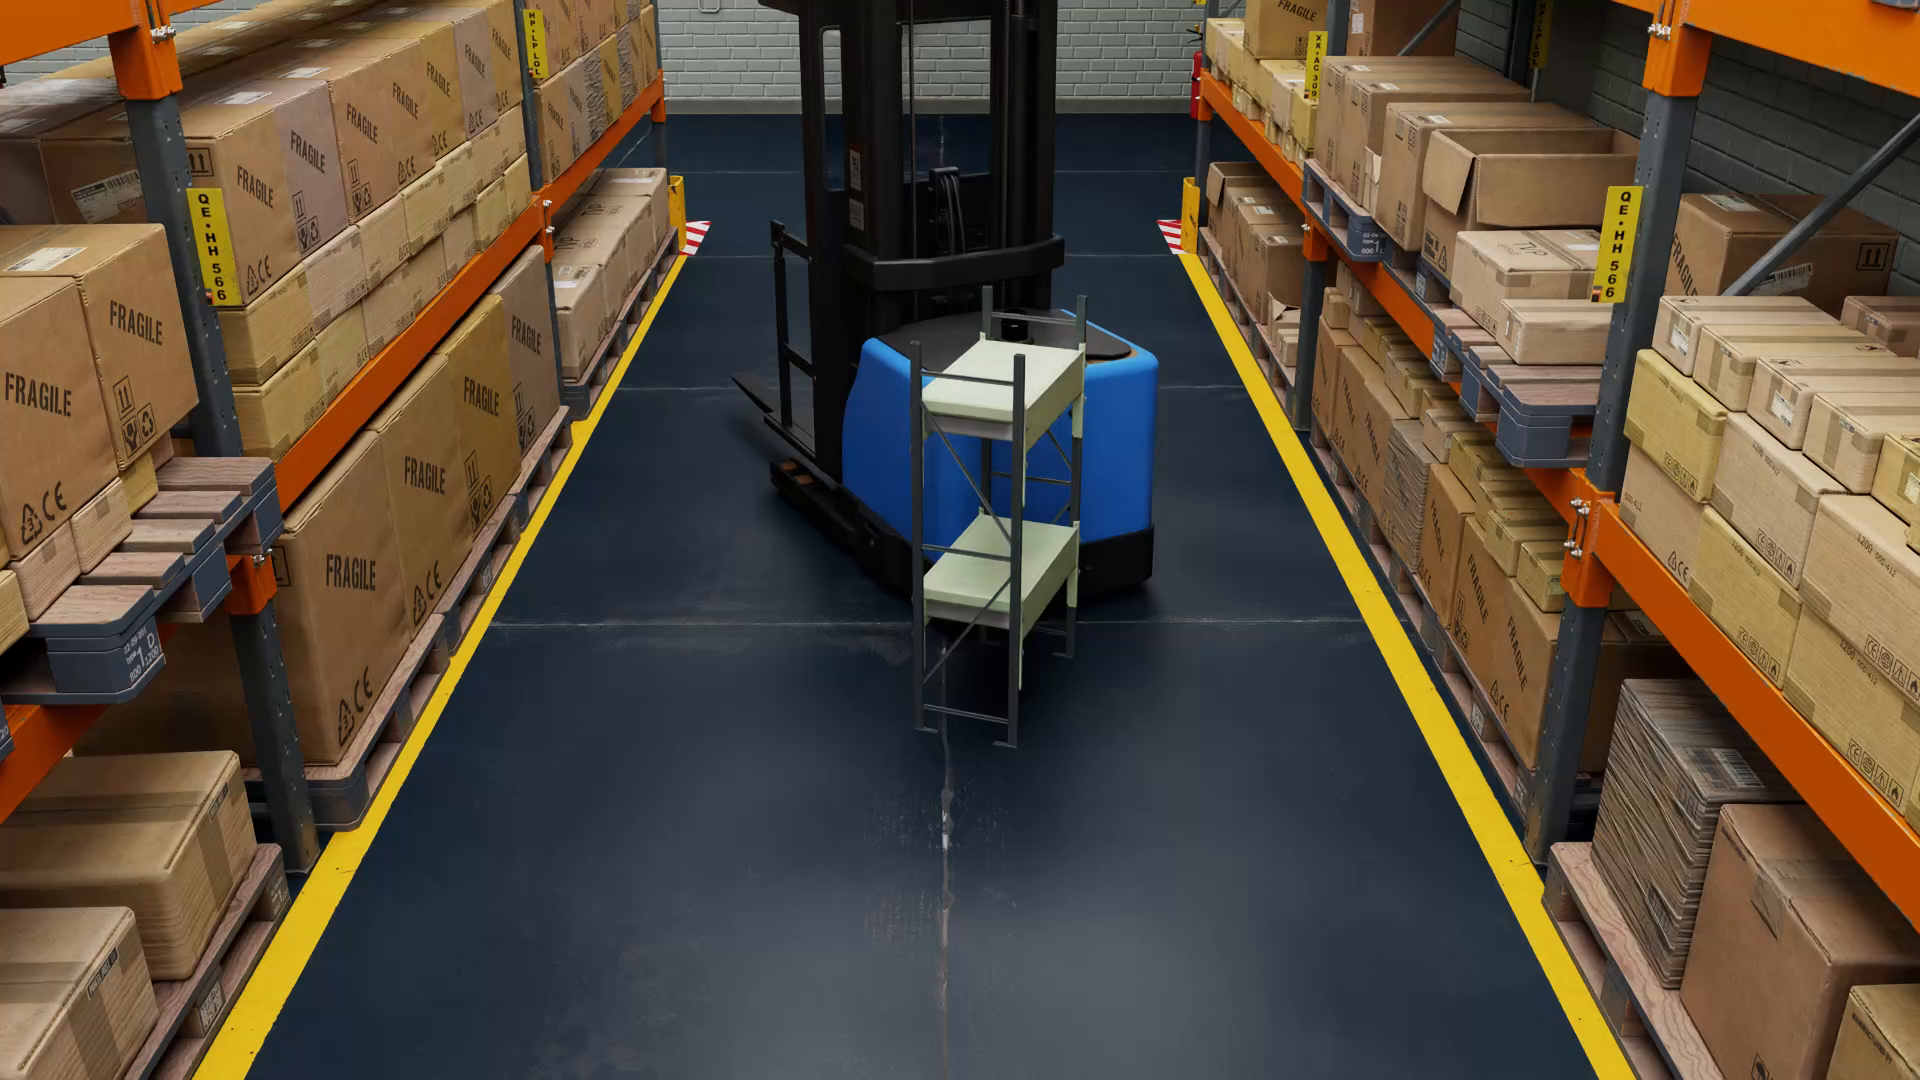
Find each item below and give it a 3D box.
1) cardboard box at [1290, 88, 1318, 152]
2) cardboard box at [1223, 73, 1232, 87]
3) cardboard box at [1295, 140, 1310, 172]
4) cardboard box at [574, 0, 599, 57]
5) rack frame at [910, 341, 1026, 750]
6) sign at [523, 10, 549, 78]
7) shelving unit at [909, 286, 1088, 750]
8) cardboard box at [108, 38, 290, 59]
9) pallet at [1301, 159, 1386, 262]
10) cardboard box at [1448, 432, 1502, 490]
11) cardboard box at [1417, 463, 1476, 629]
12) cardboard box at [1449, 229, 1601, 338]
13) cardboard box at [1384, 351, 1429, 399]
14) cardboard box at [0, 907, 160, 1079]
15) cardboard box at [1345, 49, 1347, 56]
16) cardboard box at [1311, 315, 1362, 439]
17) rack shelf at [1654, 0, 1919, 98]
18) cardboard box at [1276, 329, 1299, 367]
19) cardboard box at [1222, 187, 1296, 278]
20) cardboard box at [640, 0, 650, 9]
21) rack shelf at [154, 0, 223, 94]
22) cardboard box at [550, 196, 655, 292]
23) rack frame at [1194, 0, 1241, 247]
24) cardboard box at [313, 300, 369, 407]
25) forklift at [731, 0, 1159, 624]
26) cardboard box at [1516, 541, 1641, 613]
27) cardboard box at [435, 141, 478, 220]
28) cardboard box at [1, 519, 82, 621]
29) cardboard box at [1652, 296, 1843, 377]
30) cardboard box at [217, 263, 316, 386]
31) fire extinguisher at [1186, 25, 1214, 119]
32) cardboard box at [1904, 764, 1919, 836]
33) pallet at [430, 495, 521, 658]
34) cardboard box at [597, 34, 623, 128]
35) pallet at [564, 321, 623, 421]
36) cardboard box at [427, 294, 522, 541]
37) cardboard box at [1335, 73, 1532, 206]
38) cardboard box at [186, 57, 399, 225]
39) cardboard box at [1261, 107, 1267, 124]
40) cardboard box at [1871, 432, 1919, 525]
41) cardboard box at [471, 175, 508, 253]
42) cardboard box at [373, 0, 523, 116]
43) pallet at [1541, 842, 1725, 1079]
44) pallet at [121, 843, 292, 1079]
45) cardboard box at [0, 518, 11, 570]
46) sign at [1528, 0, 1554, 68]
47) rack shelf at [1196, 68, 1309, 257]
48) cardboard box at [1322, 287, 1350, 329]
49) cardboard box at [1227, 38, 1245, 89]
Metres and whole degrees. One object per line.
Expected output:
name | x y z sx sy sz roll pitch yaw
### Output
cardboard box | 2.071 -2.255 8.917 0.500 0.250 0.500 0 24 1
cardboard box | 2.055 -3.271 11.648 0.380 0.149 0.250 0 24 1
cardboard box | 2.040 -2.102 9.062 0.380 0.149 0.250 0 24 1
cardboard box | -2.400 -3.073 9.569 0.500 0.500 0.500 0 24 0
rack frame | 0.023 0.049 5.821 0.400 1.500 0.023 9 26 18
sign | -2.101 -2.453 8.225 0.100 0.325 0.005 0 24 -1
shelving unit | 0.148 -0.093 6.135 0.431 1.500 0.755 9 26 18
cardboard box | -2.878 -1.644 6.411 0.500 0.500 0.500 -1 24 -1
pallet | 2.220 -1.562 7.796 1.003 0.211 1.213 0 24 -1
cardboard box | 2.152 -0.314 6.540 0.380 0.149 0.250 -1 24 -1
cardboard box | 2.141 0.022 6.586 0.500 0.500 0.500 1 24 2
cardboard box | 2.029 -0.887 5.743 0.500 0.250 0.500 -1 24 -3
cardboard box | 2.135 -0.742 7.488 0.380 0.149 0.250 0 24 -1
cardboard box | -2.587 1.236 4.056 0.950 0.372 0.625 -1 24 -2
cardboard box | 2.558 -2.874 10.286 0.500 0.250 0.500 0 24 -1
cardboard box | 2.101 -0.831 8.471 0.500 0.500 0.500 1 24 2
rack shelf | 2.386 -0.545 2.549 1.077 0.370 4.000 0 24 -1
cardboard box | 2.021 -1.100 9.491 0.380 0.149 0.250 -1 24 -2
cardboard box | 2.159 -2.075 11.221 0.700 0.500 0.500 1 24 2
cardboard box | -2.443 -3.907 11.414 0.500 0.500 0.500 1 24 1
rack shelf | -2.621 -2.170 6.141 1.077 0.370 4.000 0 24 -1
cardboard box | -2.561 -1.979 11.084 0.875 0.438 0.875 0 24 1
rack frame | 2.277 -3.627 12.130 1.000 3.000 0.127 0 24 -1
cardboard box | -2.376 -0.653 5.735 0.500 0.250 0.500 -1 24 -2
forklift | -0.284 -1.564 7.651 1.130 2.935 3.031 -12 27 -25
cardboard box | 2.105 0.119 5.583 0.380 0.149 0.250 -1 24 -3
cardboard box | -2.371 -1.515 7.034 0.500 0.250 0.500 0 24 1
cardboard box | -2.243 0.068 3.755 0.380 0.149 0.250 -1 24 -3
cardboard box | 2.073 -0.539 4.393 0.380 0.149 0.250 0 24 1
cardboard box | -2.358 -0.676 5.180 0.500 0.250 0.500 0 24 -1
fire extinguisher | 1.813 -3.481 12.352 0.296 0.674 0.183 0 24 -1
cardboard box | 2.141 0.555 3.065 0.500 0.250 0.500 1 24 1
pallet | -2.543 0.137 7.191 1.003 0.211 1.213 0 24 -1
cardboard box | -2.392 -2.820 10.223 0.500 0.500 0.500 0 24 1
pallet | -2.573 -0.998 9.701 1.003 0.211 1.213 0 24 -1
cardboard box | -2.539 -0.551 7.397 0.875 0.875 0.875 0 24 1
cardboard box | 2.108 -1.802 7.463 0.700 0.500 0.500 0 24 0
cardboard box | -2.366 -1.430 5.937 0.500 0.500 0.500 0 24 1
cardboard box | 2.065 -2.631 10.231 0.380 0.149 0.250 0 24 -1
cardboard box | 2.154 -0.112 3.450 0.380 0.149 0.250 0 24 0
cardboard box | -2.382 -1.493 7.593 0.500 0.250 0.500 -1 24 -1
cardboard box | -2.387 -2.273 7.802 0.500 0.500 0.500 1 24 1
pallet | 2.334 1.279 4.665 1.003 0.211 1.213 0 24 -1
pallet | -2.592 1.286 4.651 1.003 0.211 1.213 0 24 -1
cardboard box | -2.293 -0.072 3.278 0.500 0.500 0.500 -2 24 -4
sign | 2.875 -2.510 8.256 0.100 0.325 0.005 0 24 -1
rack shelf | 2.298 -2.475 10.456 1.077 0.370 4.000 0 24 -1
cardboard box | 2.058 -1.178 8.451 0.380 0.149 0.250 1 24 2
cardboard box | 2.027 -3.090 10.762 0.500 0.250 0.500 -1 24 -2
